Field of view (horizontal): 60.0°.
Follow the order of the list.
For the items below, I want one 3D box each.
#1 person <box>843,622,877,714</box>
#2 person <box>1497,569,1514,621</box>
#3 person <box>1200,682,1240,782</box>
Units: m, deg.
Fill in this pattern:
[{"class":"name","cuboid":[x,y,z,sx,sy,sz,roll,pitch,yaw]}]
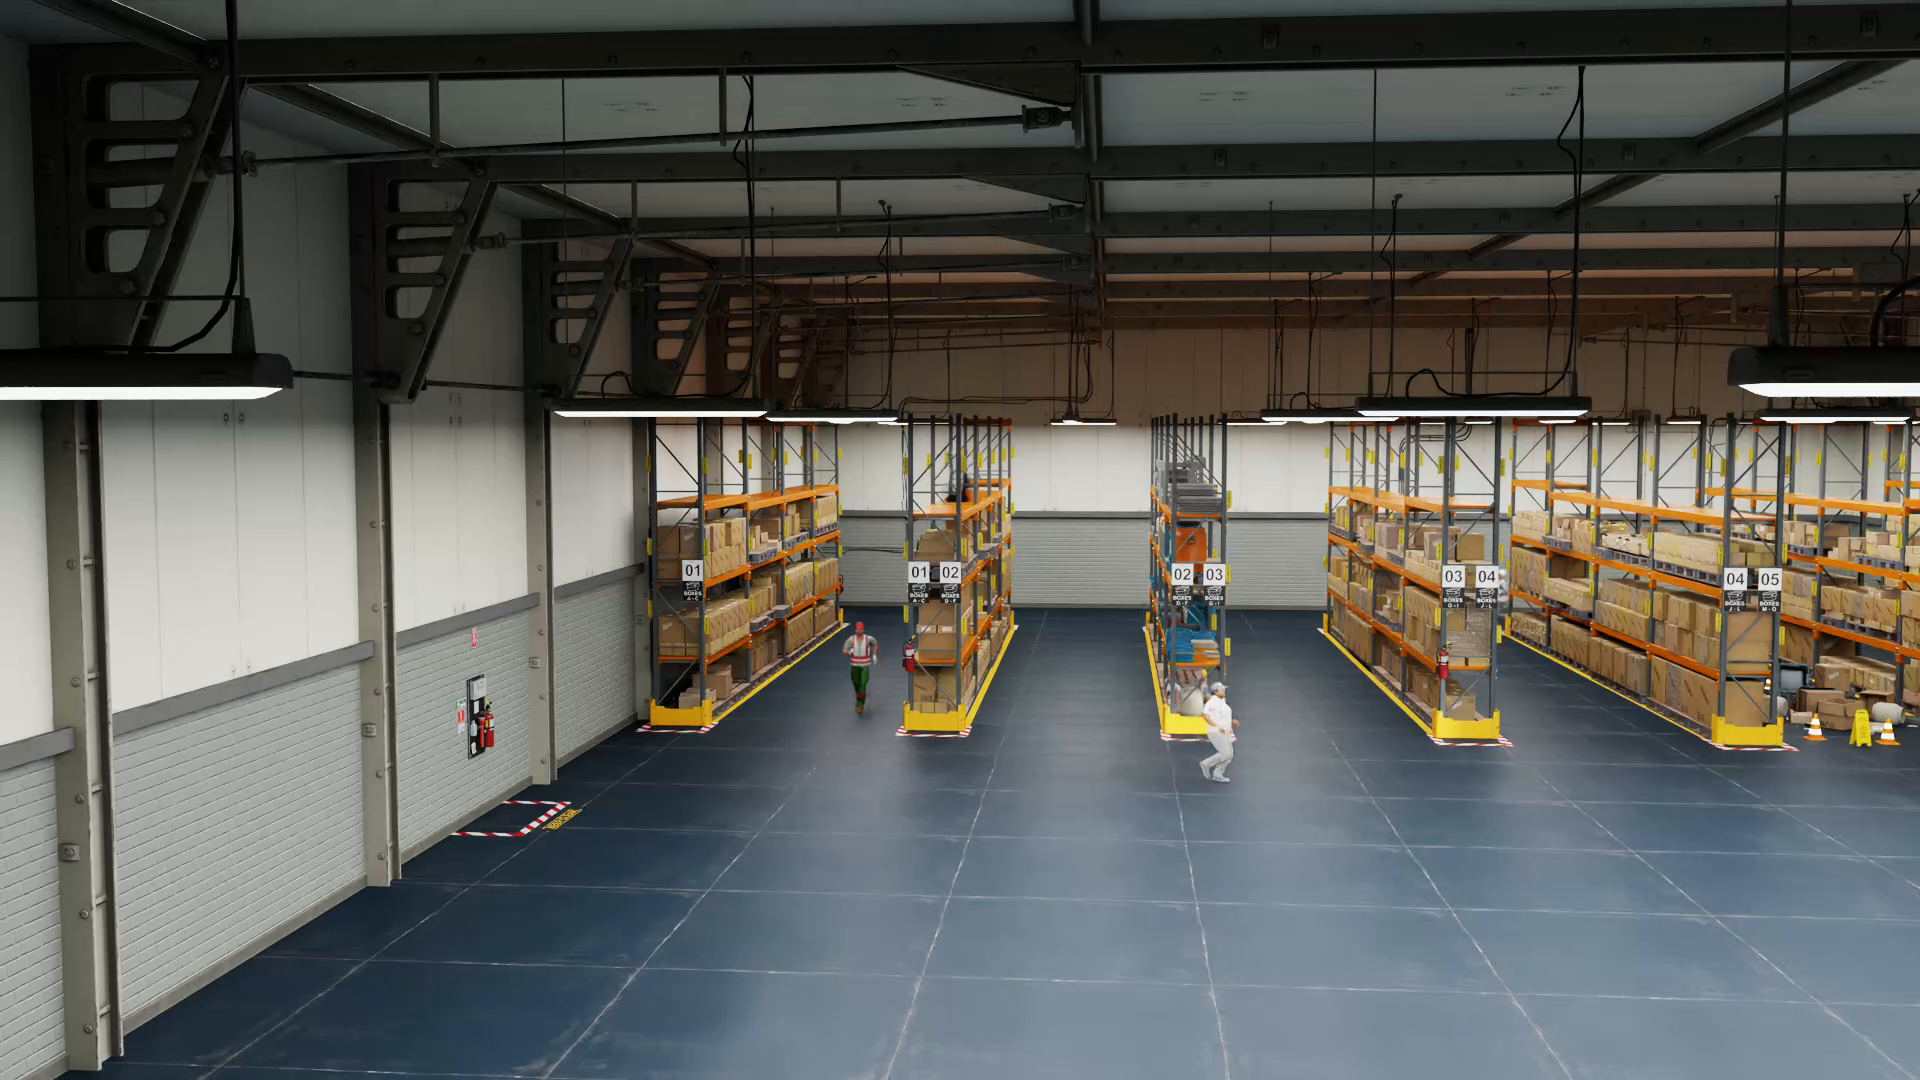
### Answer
[{"class":"person","cuboid":[-2.024,2.540,33.551,0.669,1.798,0.943,0,4,5]},{"class":"person","cuboid":[15.326,1.696,47.115,0.818,1.746,0.703,0,4,-2]},{"class":"person","cuboid":[4.198,3.104,26.874,0.568,1.618,0.603,2,4,30]}]
